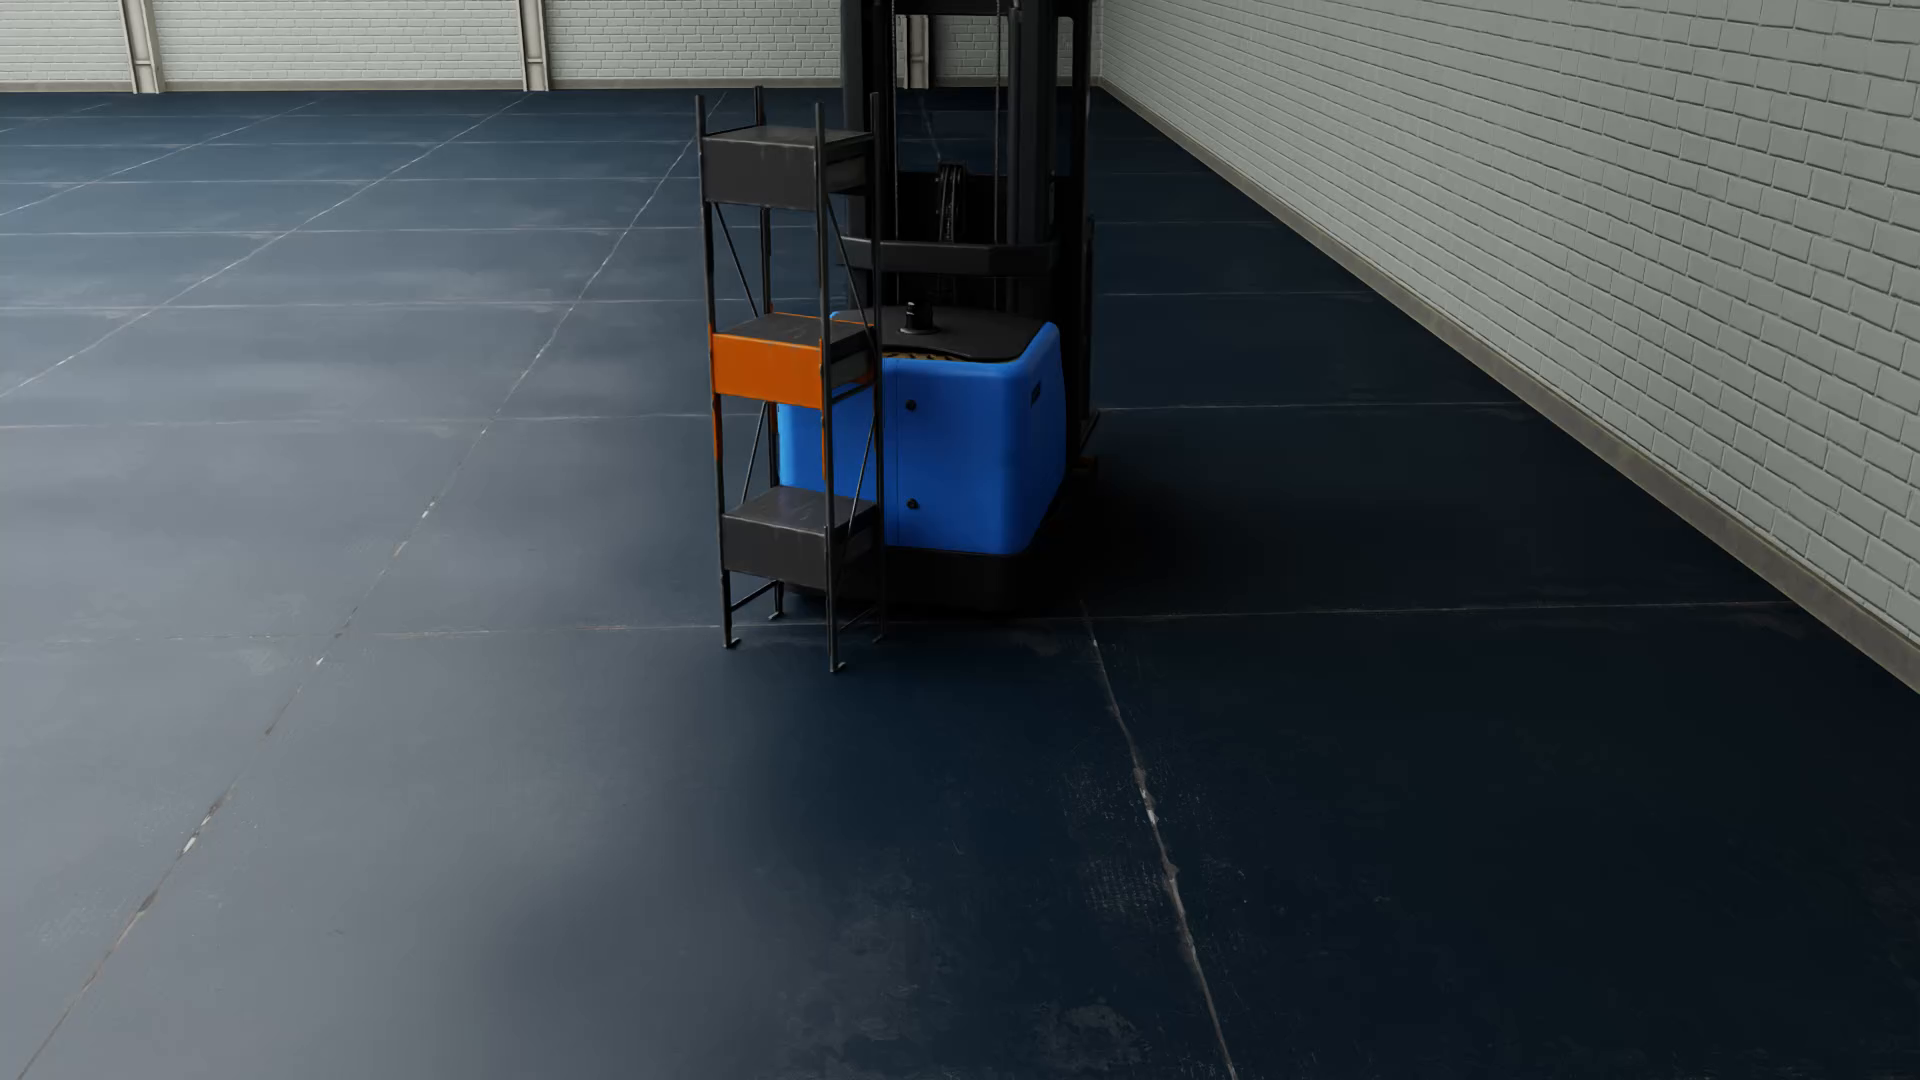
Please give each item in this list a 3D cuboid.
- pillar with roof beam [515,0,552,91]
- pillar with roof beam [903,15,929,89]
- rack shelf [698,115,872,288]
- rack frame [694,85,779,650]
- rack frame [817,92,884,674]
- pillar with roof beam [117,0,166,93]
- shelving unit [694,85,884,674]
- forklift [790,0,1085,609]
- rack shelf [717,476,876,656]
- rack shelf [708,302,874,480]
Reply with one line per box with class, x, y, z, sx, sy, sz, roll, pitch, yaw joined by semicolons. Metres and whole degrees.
pillar with roof beam;-6.444;-9.809;20.738;0.400;9.000;9.100;-1;21;-3
pillar with roof beam;-0.454;-9.931;21.058;0.400;9.000;9.100;-1;21;-3
rack shelf;-0.607;-1.217;5.934;0.480;0.518;0.431;10;23;24
rack frame;-0.830;-0.616;6.279;0.015;2.100;0.400;10;23;24
rack frame;-0.390;-0.538;6.082;0.015;2.100;0.400;10;23;24
pillar with roof beam;-12.434;-9.687;20.418;0.400;9.000;9.100;-1;21;-3
shelving unit;-0.610;-0.577;6.180;0.503;2.100;0.431;10;23;24
forklift;0.025;-1.577;7.644;1.130;2.935;3.031;3;21;7
rack shelf;-0.614;0.090;6.436;0.480;0.518;0.431;10;23;24
rack shelf;-0.610;-0.564;6.185;0.480;0.518;0.431;10;23;24
